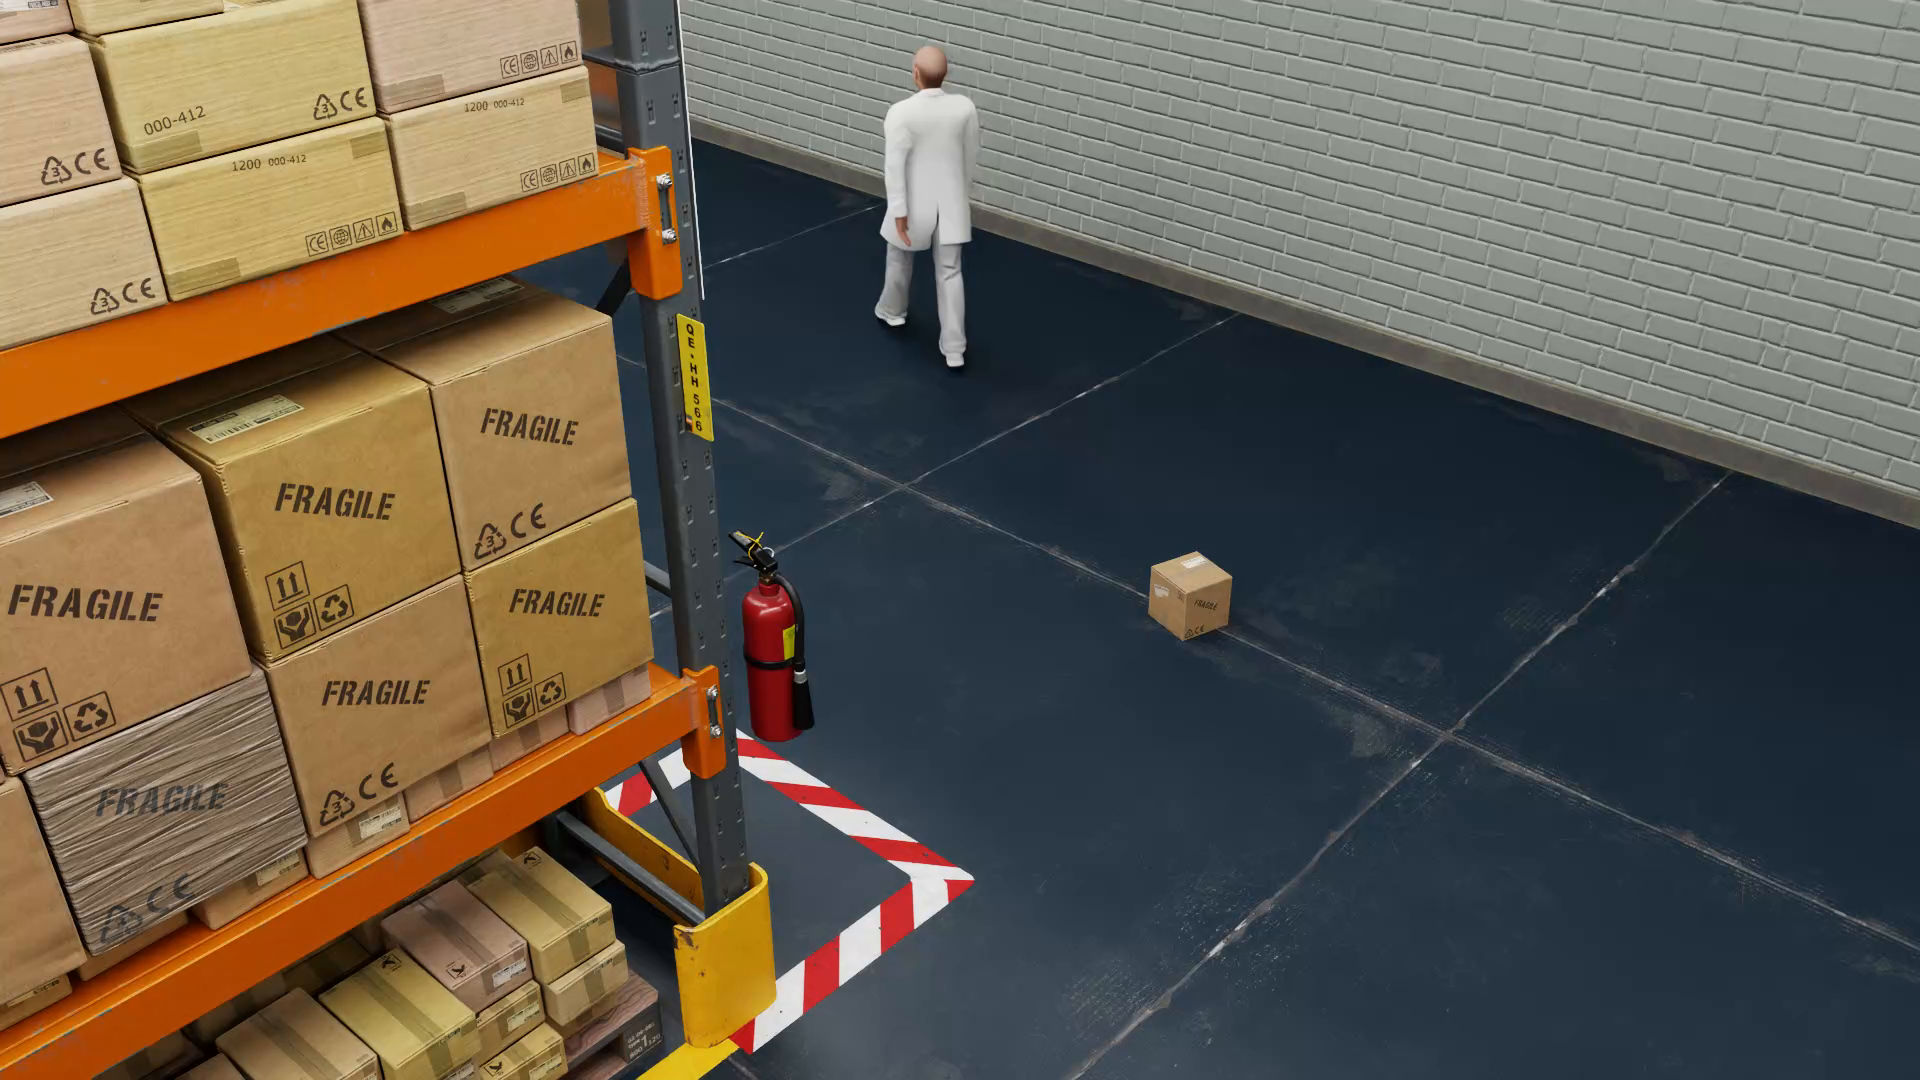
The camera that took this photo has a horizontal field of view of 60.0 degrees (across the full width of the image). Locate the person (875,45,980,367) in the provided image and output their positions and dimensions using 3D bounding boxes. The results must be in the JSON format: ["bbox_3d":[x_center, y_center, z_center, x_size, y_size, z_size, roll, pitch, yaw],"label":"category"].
[{"bbox_3d":[-0.195,-1.940,9.355,0.575,1.737,1.008,-9,32,-14],"label":"person"}]
